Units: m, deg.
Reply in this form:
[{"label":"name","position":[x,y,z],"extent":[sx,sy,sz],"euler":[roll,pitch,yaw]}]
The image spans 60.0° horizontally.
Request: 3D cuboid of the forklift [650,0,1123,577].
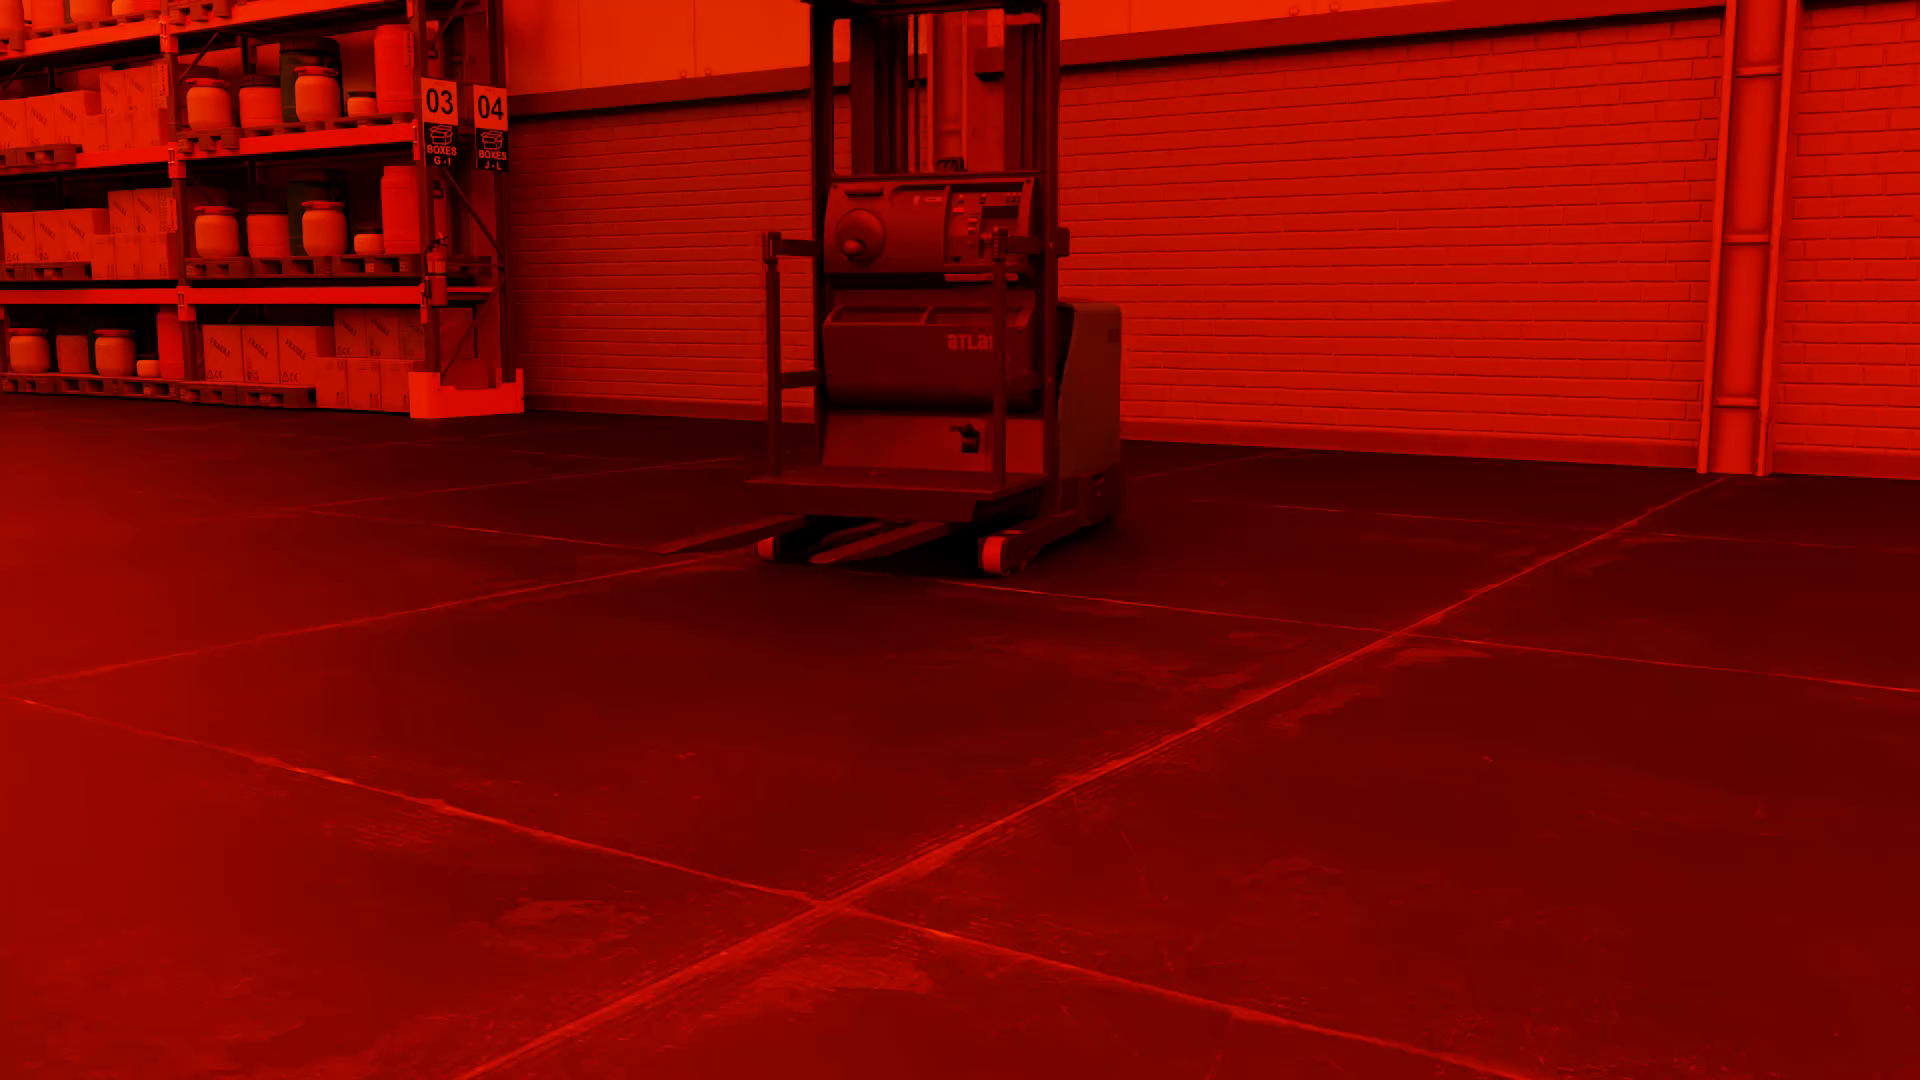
[{"label":"forklift","position":[-0.211,-1.370,6.827],"extent":[1.130,2.935,3.031],"euler":[3,9,21]}]
